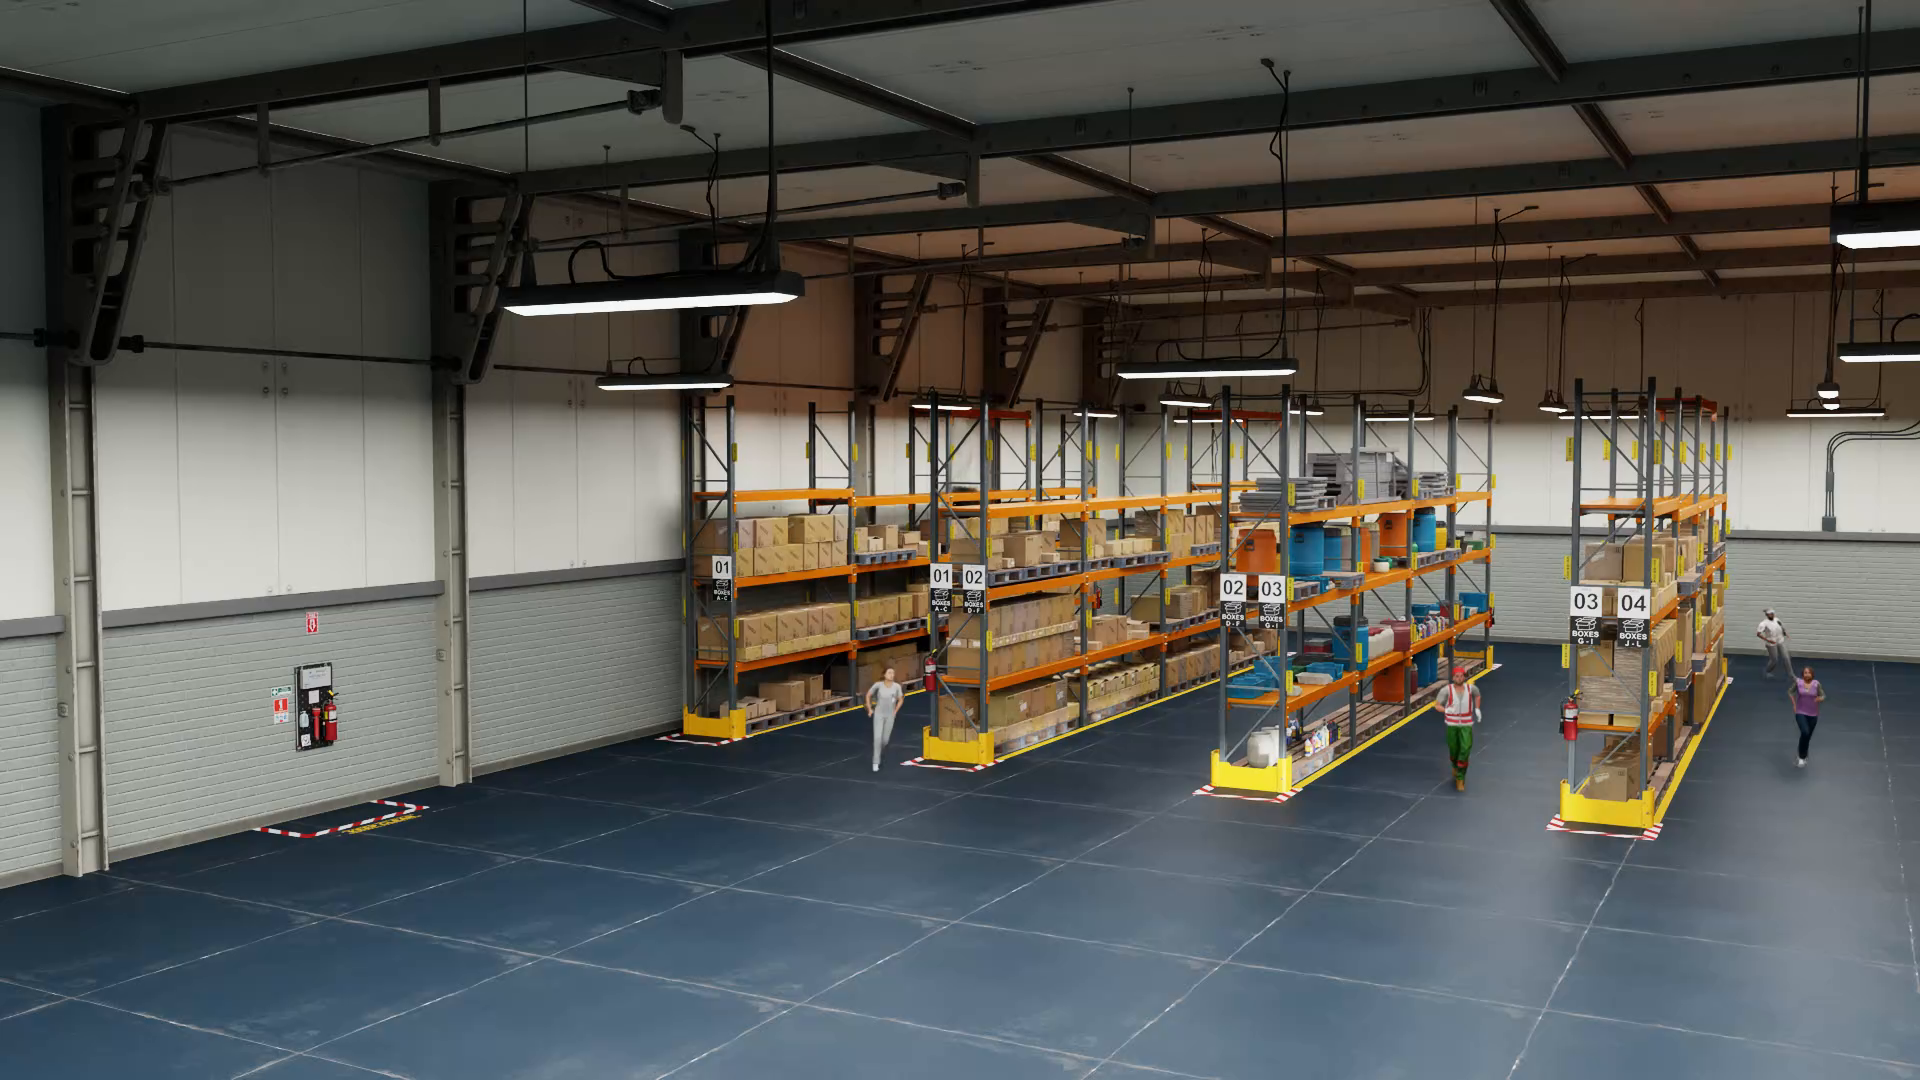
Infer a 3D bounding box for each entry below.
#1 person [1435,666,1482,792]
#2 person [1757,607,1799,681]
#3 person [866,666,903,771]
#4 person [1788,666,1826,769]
[{"bbox_3d":[7.474,2.809,24.954,0.686,1.848,0.913,1,3,10],"label":"person"},{"bbox_3d":[17.846,2.262,36.402,0.786,1.609,0.821,-1,3,-10],"label":"person"},{"bbox_3d":[-1.200,2.814,26.485,0.599,1.642,0.721,-1,3,-10],"label":"person"},{"bbox_3d":[13.485,2.821,26.502,0.470,1.644,0.704,1,3,15],"label":"person"}]
